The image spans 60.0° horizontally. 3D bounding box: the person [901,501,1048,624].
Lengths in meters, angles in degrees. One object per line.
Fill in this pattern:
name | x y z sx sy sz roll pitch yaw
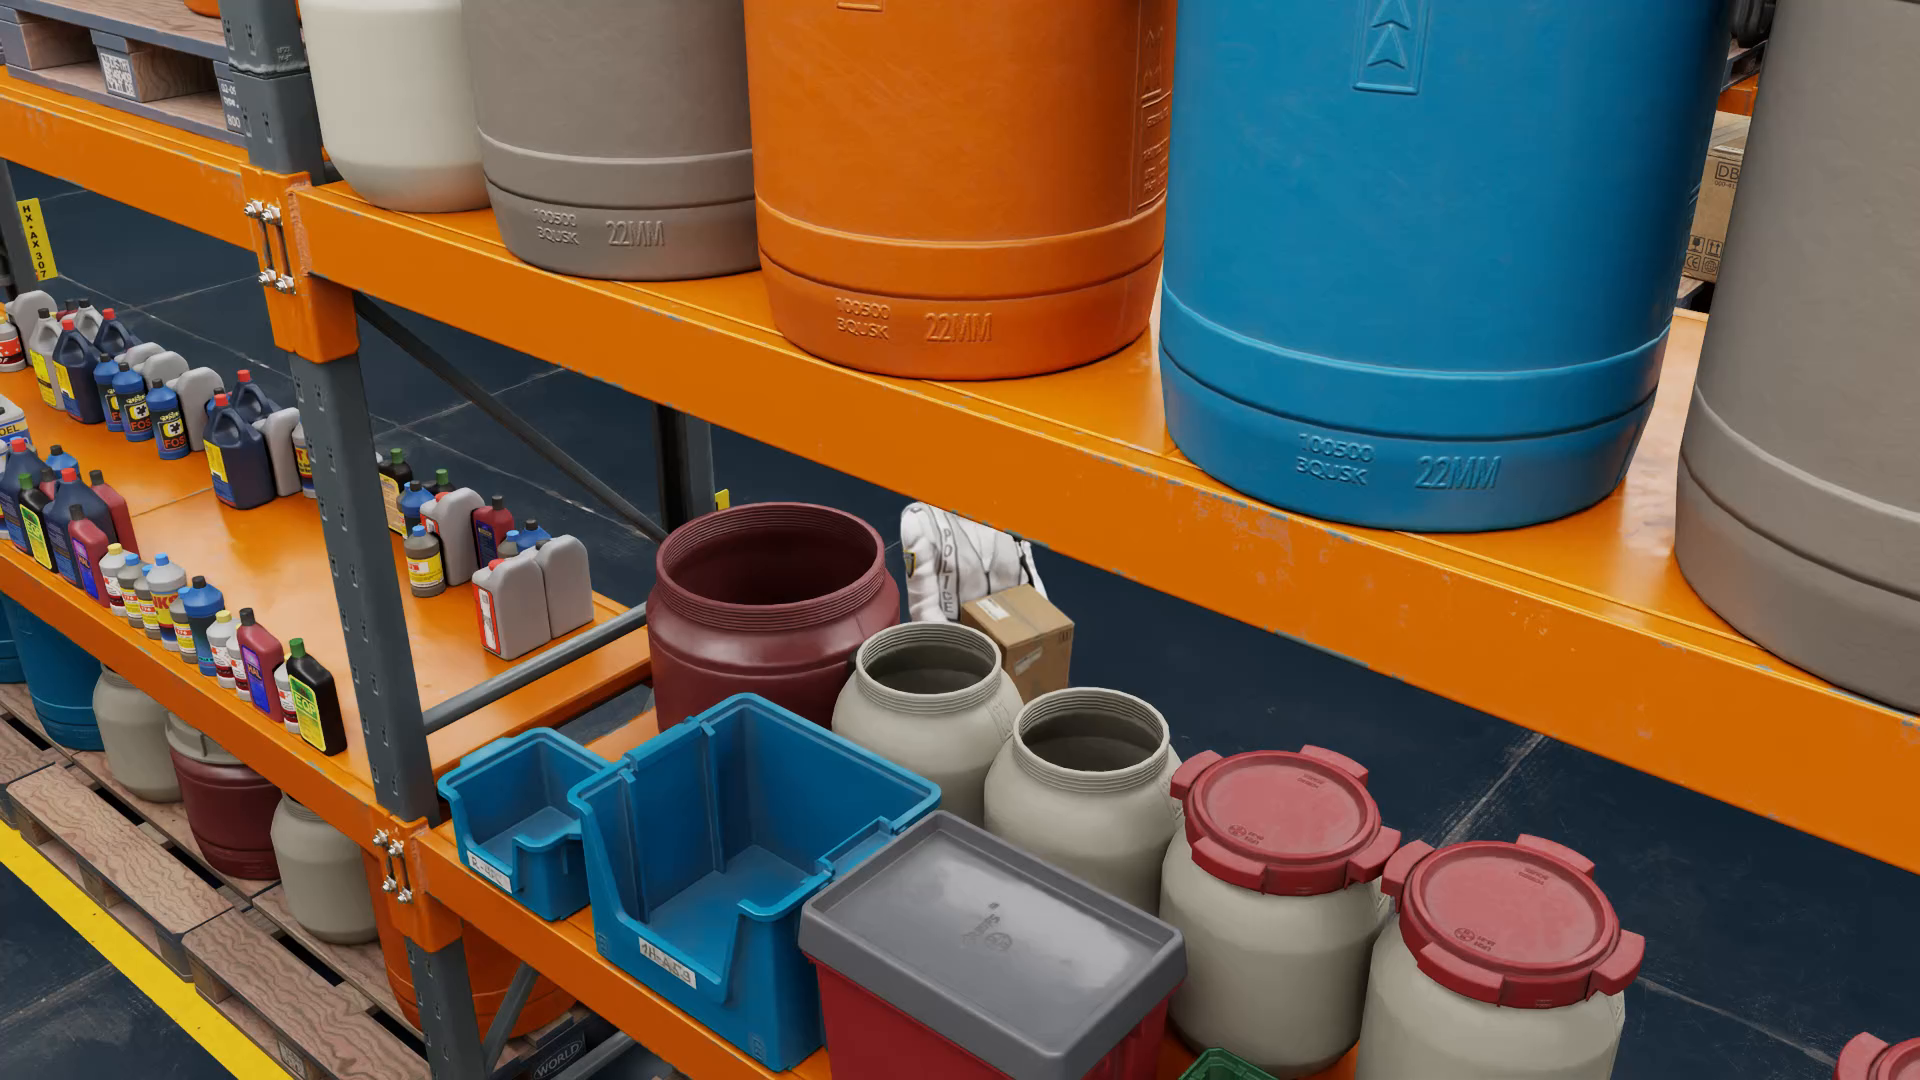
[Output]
person | 0.062 0.394 5.334 0.461 1.686 0.556 -17 32 -29
